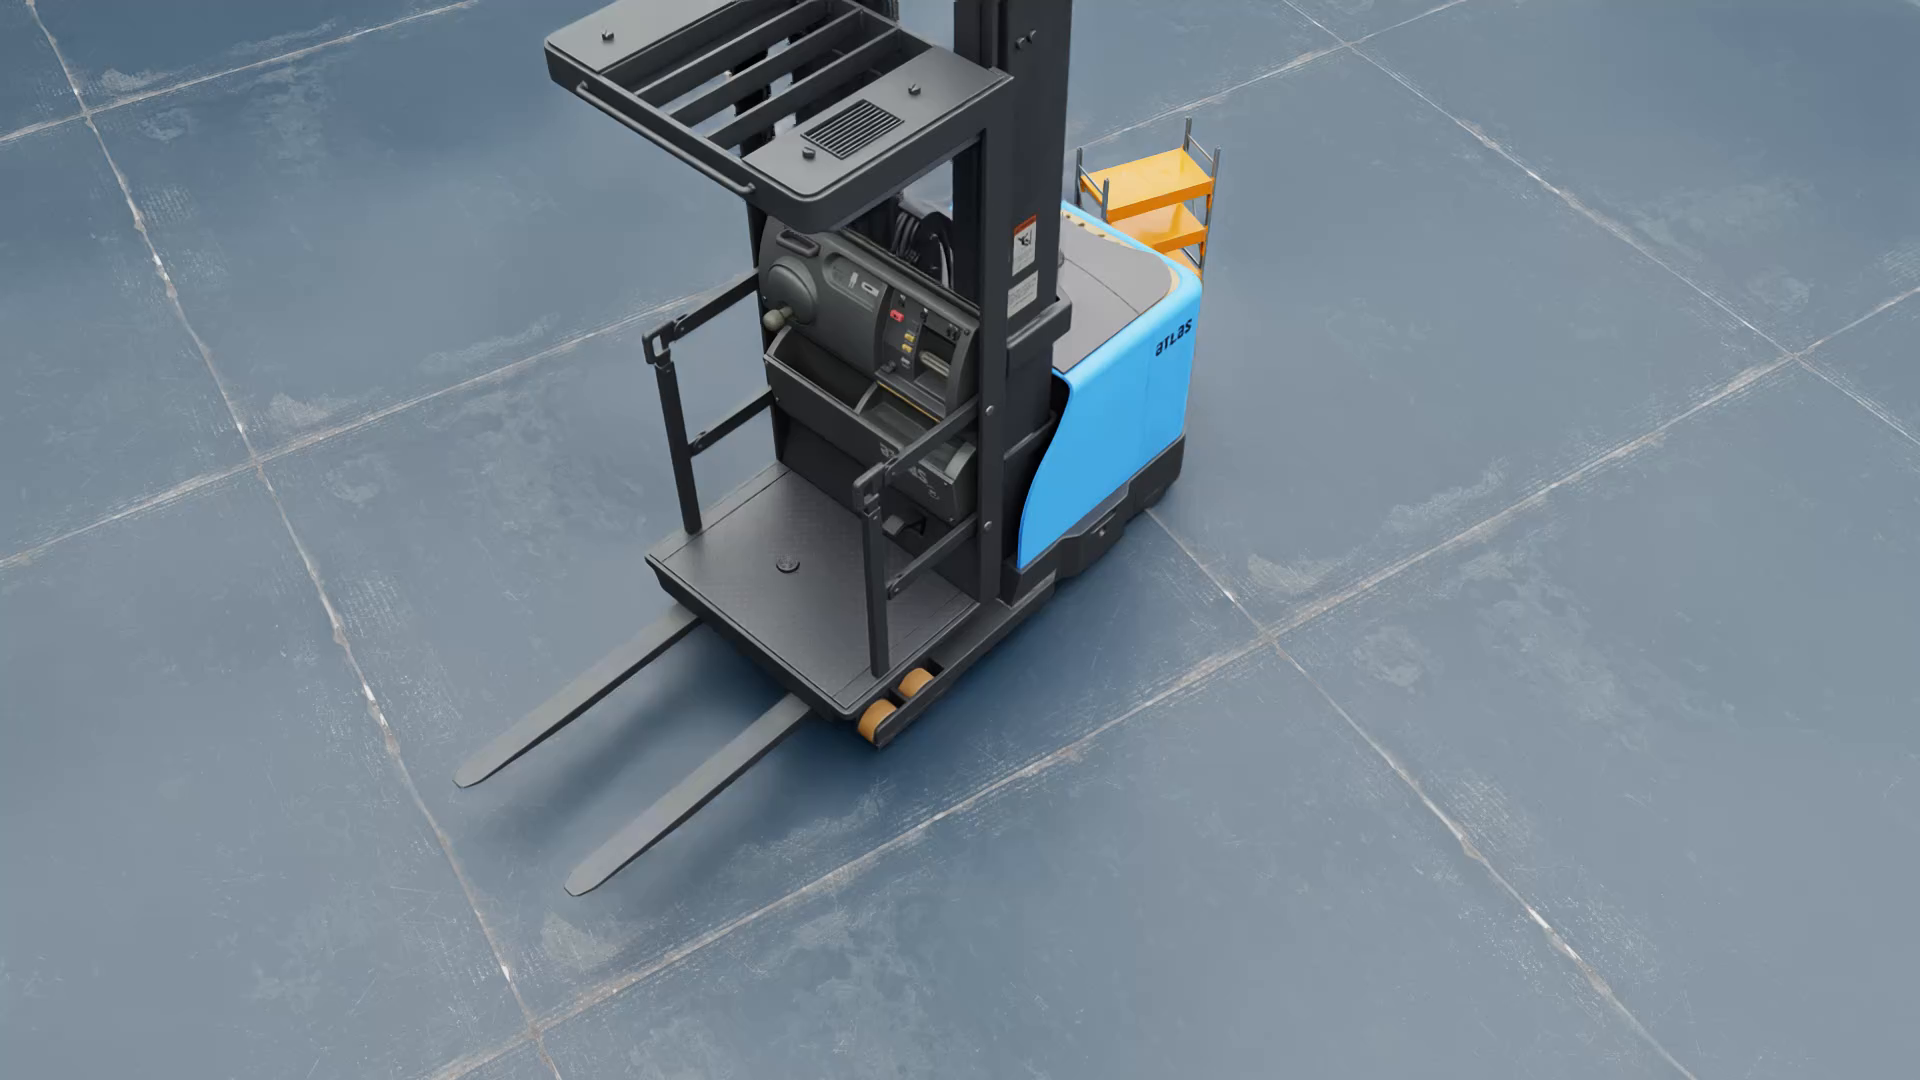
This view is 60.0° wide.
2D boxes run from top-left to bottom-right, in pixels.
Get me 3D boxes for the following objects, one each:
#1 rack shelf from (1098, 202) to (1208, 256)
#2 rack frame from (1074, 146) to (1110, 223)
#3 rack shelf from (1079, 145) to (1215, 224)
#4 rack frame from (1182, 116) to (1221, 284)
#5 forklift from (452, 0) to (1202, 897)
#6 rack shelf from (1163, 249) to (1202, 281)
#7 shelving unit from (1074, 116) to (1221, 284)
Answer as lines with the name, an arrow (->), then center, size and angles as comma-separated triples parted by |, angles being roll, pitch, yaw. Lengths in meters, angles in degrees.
rack shelf -> 0.732, -1.225, 6.773 | 0.480, 0.148, 0.258 | -19, 51, -16
rack frame -> 0.511, -1.044, 6.822 | 0.015, 1.200, 0.240 | -19, 51, -16
rack shelf -> 0.732, -1.382, 6.596 | 0.480, 0.148, 0.258 | -19, 51, -16
rack frame -> 0.954, -1.197, 6.958 | 0.015, 1.200, 0.240 | -19, 51, -16
forklift -> -0.460, -0.670, 5.329 | 1.130, 2.935, 3.031 | 35, 57, 27
rack shelf -> 0.732, -1.076, 6.940 | 0.480, 0.148, 0.258 | -19, 51, -16
shelving unit -> 0.732, -1.121, 6.890 | 0.503, 1.200, 0.258 | -19, 51, -16
